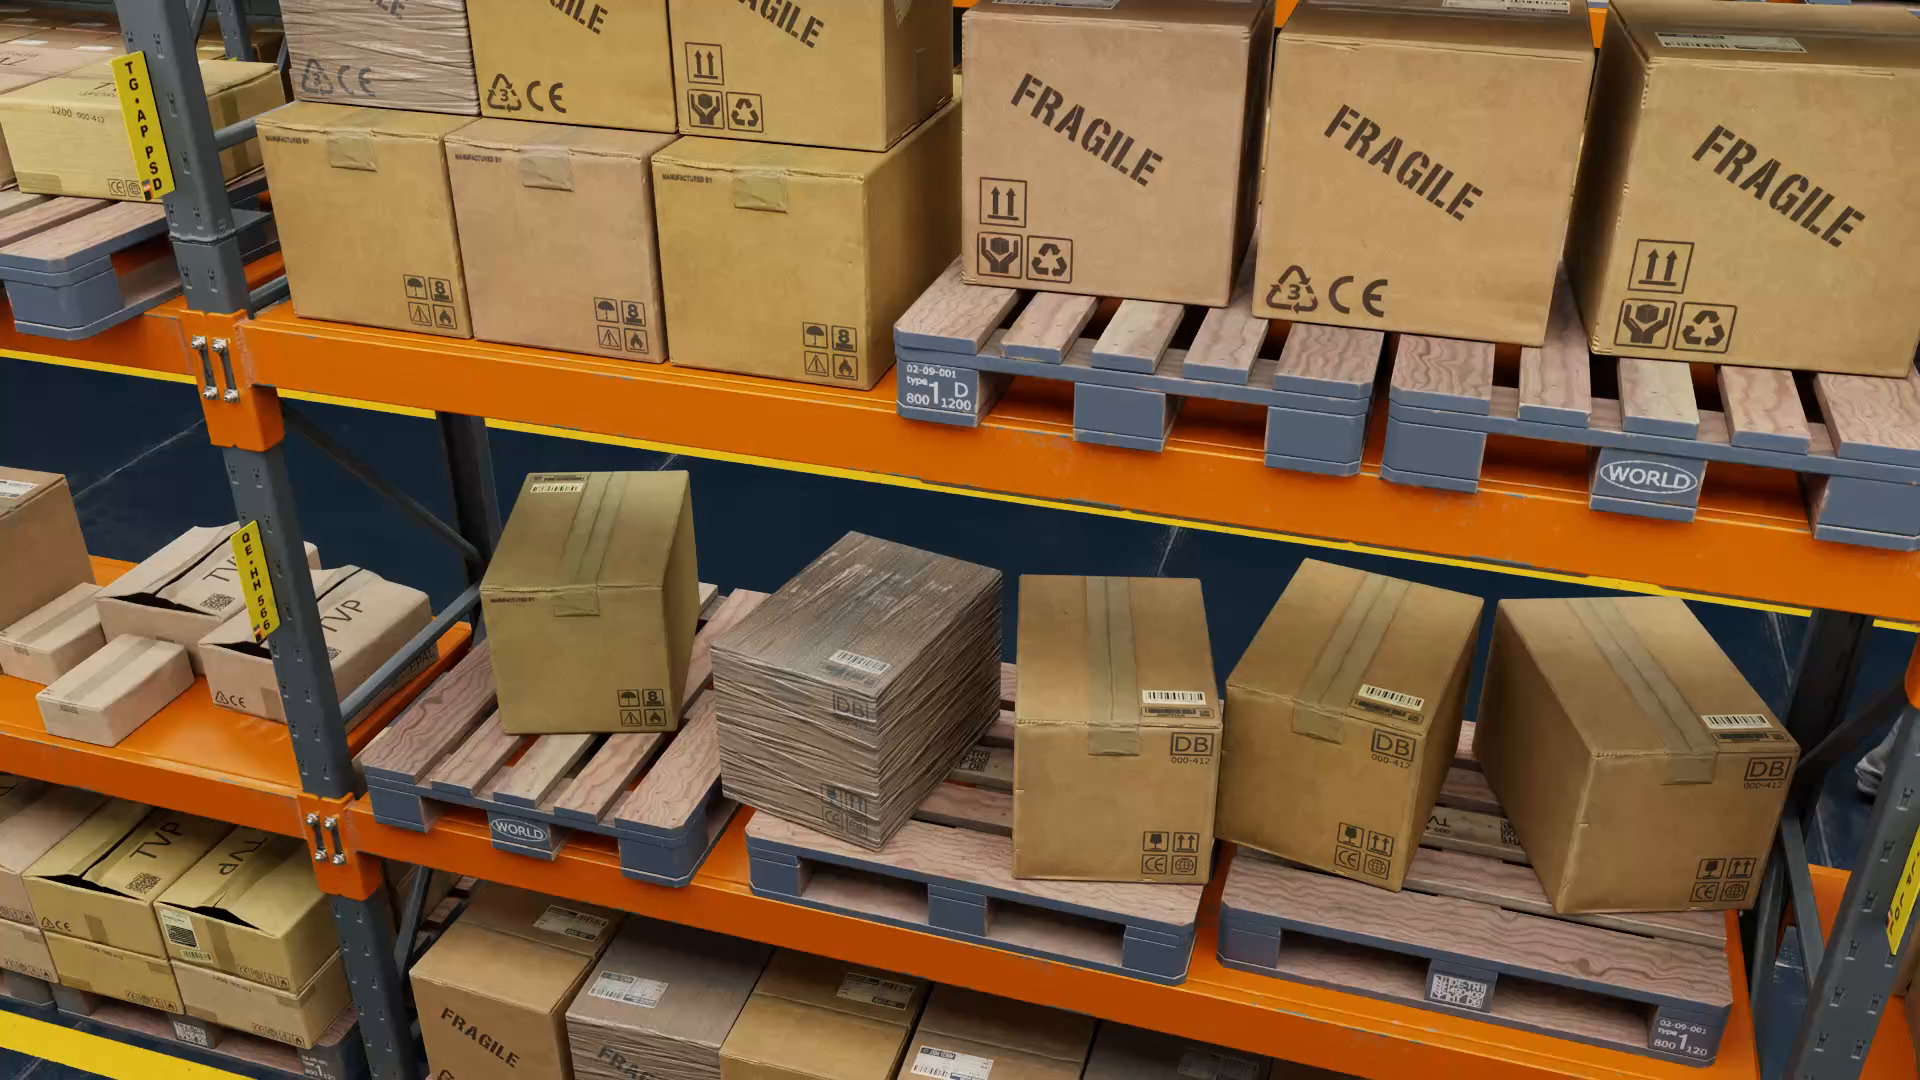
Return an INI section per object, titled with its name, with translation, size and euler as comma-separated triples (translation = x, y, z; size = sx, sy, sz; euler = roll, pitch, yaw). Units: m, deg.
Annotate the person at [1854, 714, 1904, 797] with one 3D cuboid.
[person]
translation = 4.201, 0.279, 6.566
size = 0.943, 1.728, 0.543
euler = 1, 29, 2
